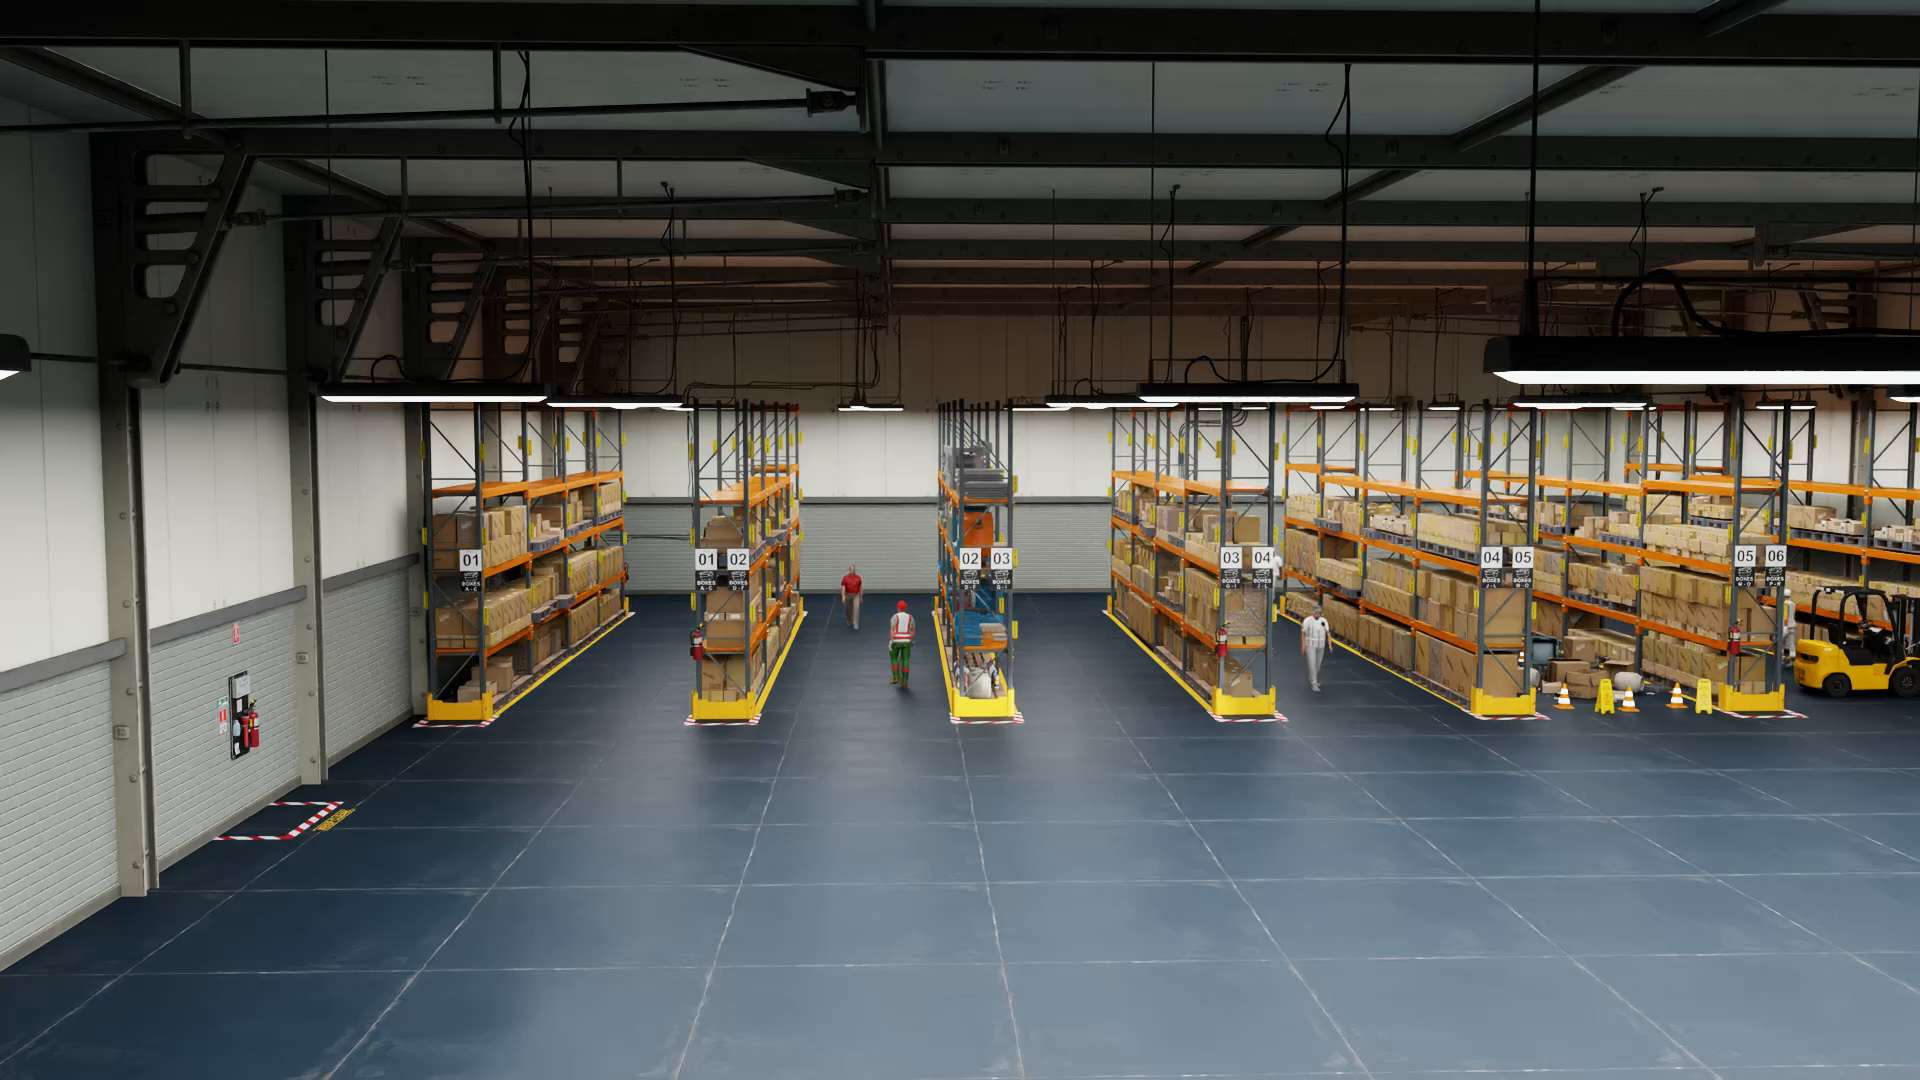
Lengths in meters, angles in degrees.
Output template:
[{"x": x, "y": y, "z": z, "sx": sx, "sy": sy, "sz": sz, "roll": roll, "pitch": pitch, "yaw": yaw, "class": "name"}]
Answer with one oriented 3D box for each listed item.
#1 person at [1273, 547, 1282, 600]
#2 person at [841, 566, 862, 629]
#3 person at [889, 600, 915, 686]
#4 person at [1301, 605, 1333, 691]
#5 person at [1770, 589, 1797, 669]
[{"x": 9.387, "y": 1.053, "z": 50.101, "sx": 0.601, "sy": 1.713, "sz": 1.110, "roll": 2, "pitch": 5, "yaw": 29, "class": "person"}, {"x": -2.880, "y": 1.519, "z": 44.258, "sx": 0.568, "sy": 1.664, "sz": 1.099, "roll": 0, "pitch": 4, "yaw": -5, "class": "person"}, {"x": -1.223, "y": 2.181, "z": 35.024, "sx": 0.587, "sy": 1.808, "sz": 0.543, "roll": -1, "pitch": 4, "yaw": -15, "class": "person"}, {"x": 7.426, "y": 2.223, "z": 34.601, "sx": 0.589, "sy": 1.741, "sz": 0.757, "roll": -1, "pitch": 4, "yaw": -13, "class": "person"}, {"x": 18.600, "y": 2.007, "z": 37.342, "sx": 0.509, "sy": 1.806, "sz": 0.543, "roll": -1, "pitch": 5, "yaw": -15, "class": "person"}]
